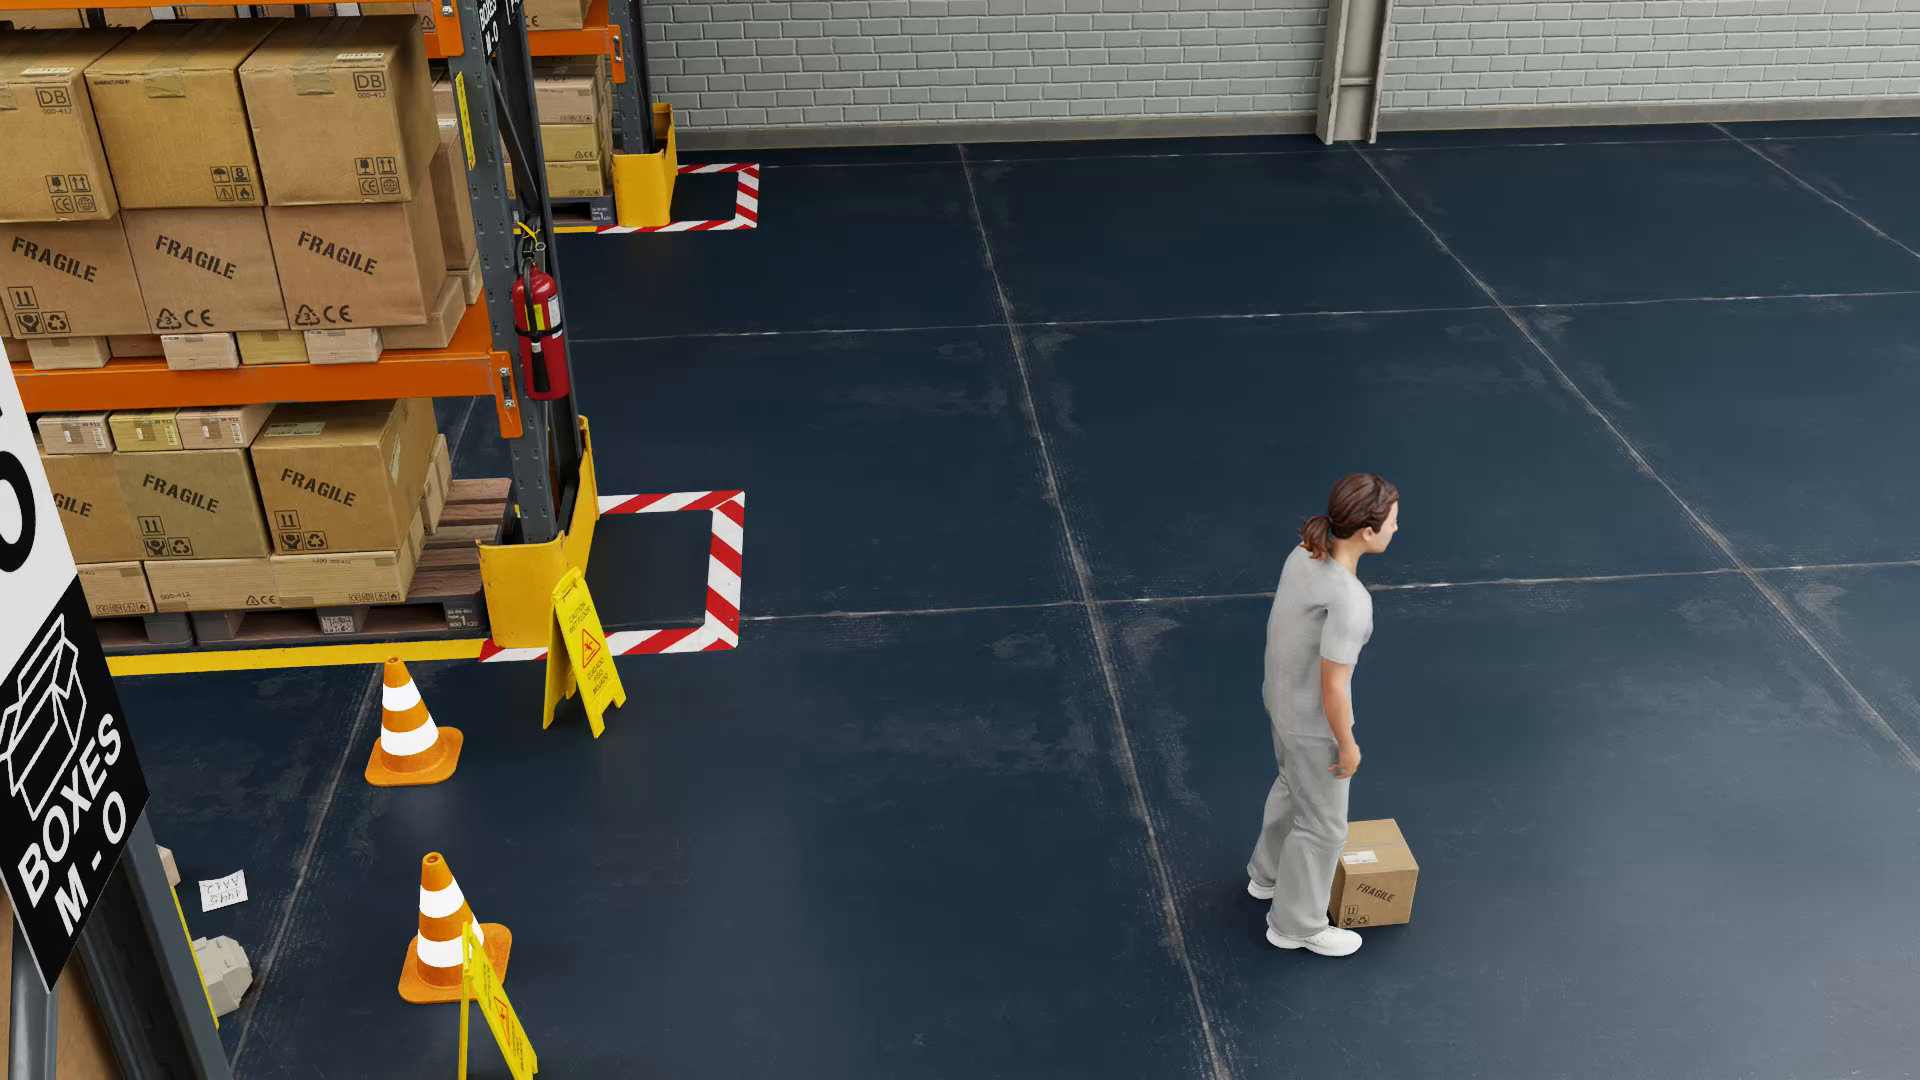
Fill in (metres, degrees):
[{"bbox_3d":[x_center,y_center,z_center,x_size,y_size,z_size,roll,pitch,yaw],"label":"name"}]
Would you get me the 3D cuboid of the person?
[{"bbox_3d":[1.132,0.540,5.243,0.355,1.673,0.489,-3,31,-4],"label":"person"}]
